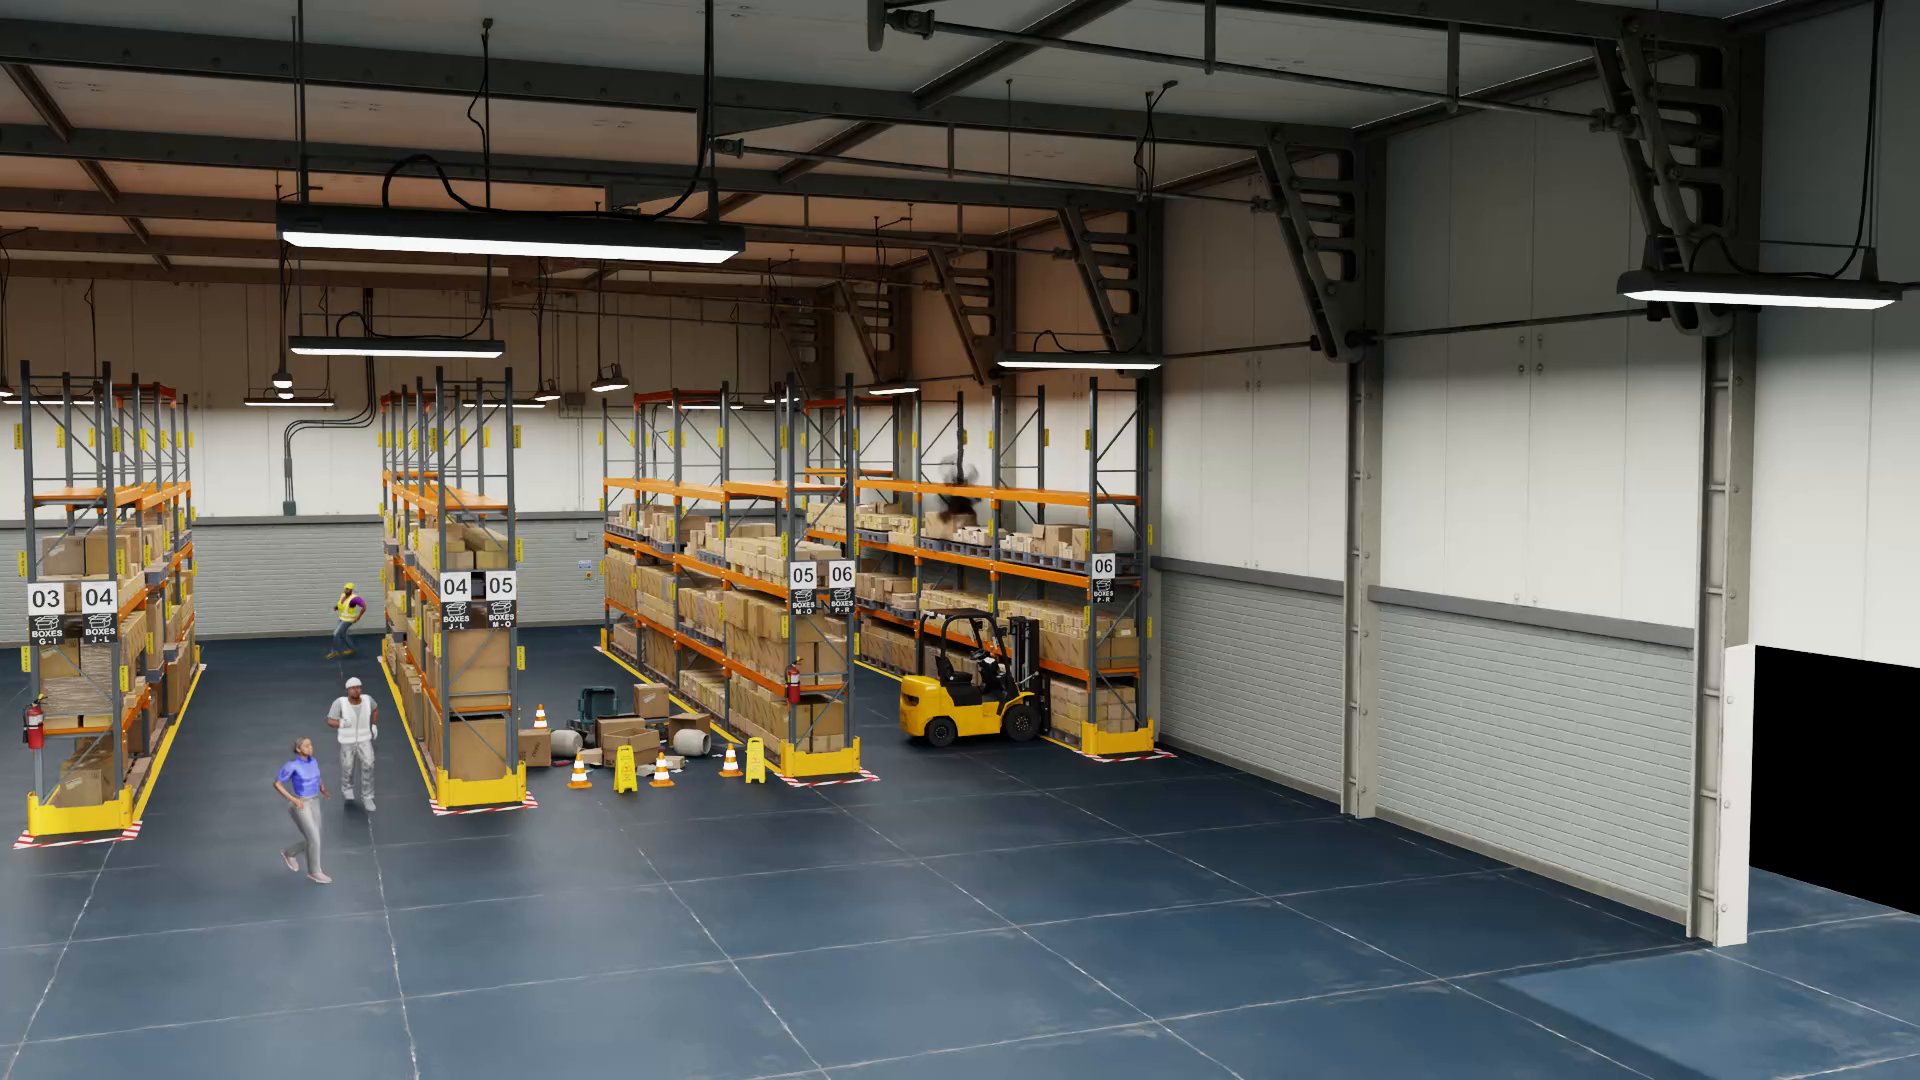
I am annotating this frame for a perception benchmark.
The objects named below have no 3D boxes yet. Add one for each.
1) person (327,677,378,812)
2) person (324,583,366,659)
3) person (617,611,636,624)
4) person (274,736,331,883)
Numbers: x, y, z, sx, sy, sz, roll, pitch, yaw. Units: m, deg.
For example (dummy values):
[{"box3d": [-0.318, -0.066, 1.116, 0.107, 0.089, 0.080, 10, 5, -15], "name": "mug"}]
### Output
[{"box3d": [-8.242, 2.761, 22.628, 0.700, 1.817, 0.833, -2, 4, -30], "name": "person"}, {"box3d": [-14.149, 1.847, 38.185, 0.799, 1.739, 0.691, -3, 5, -44], "name": "person"}, {"box3d": [-8.279, 1.700, 41.113, 0.893, 1.633, 0.645, 1, 4, 22], "name": "person"}, {"box3d": [-7.480, 3.050, 18.883, 0.737, 1.653, 0.586, 1, 4, 18], "name": "person"}]
